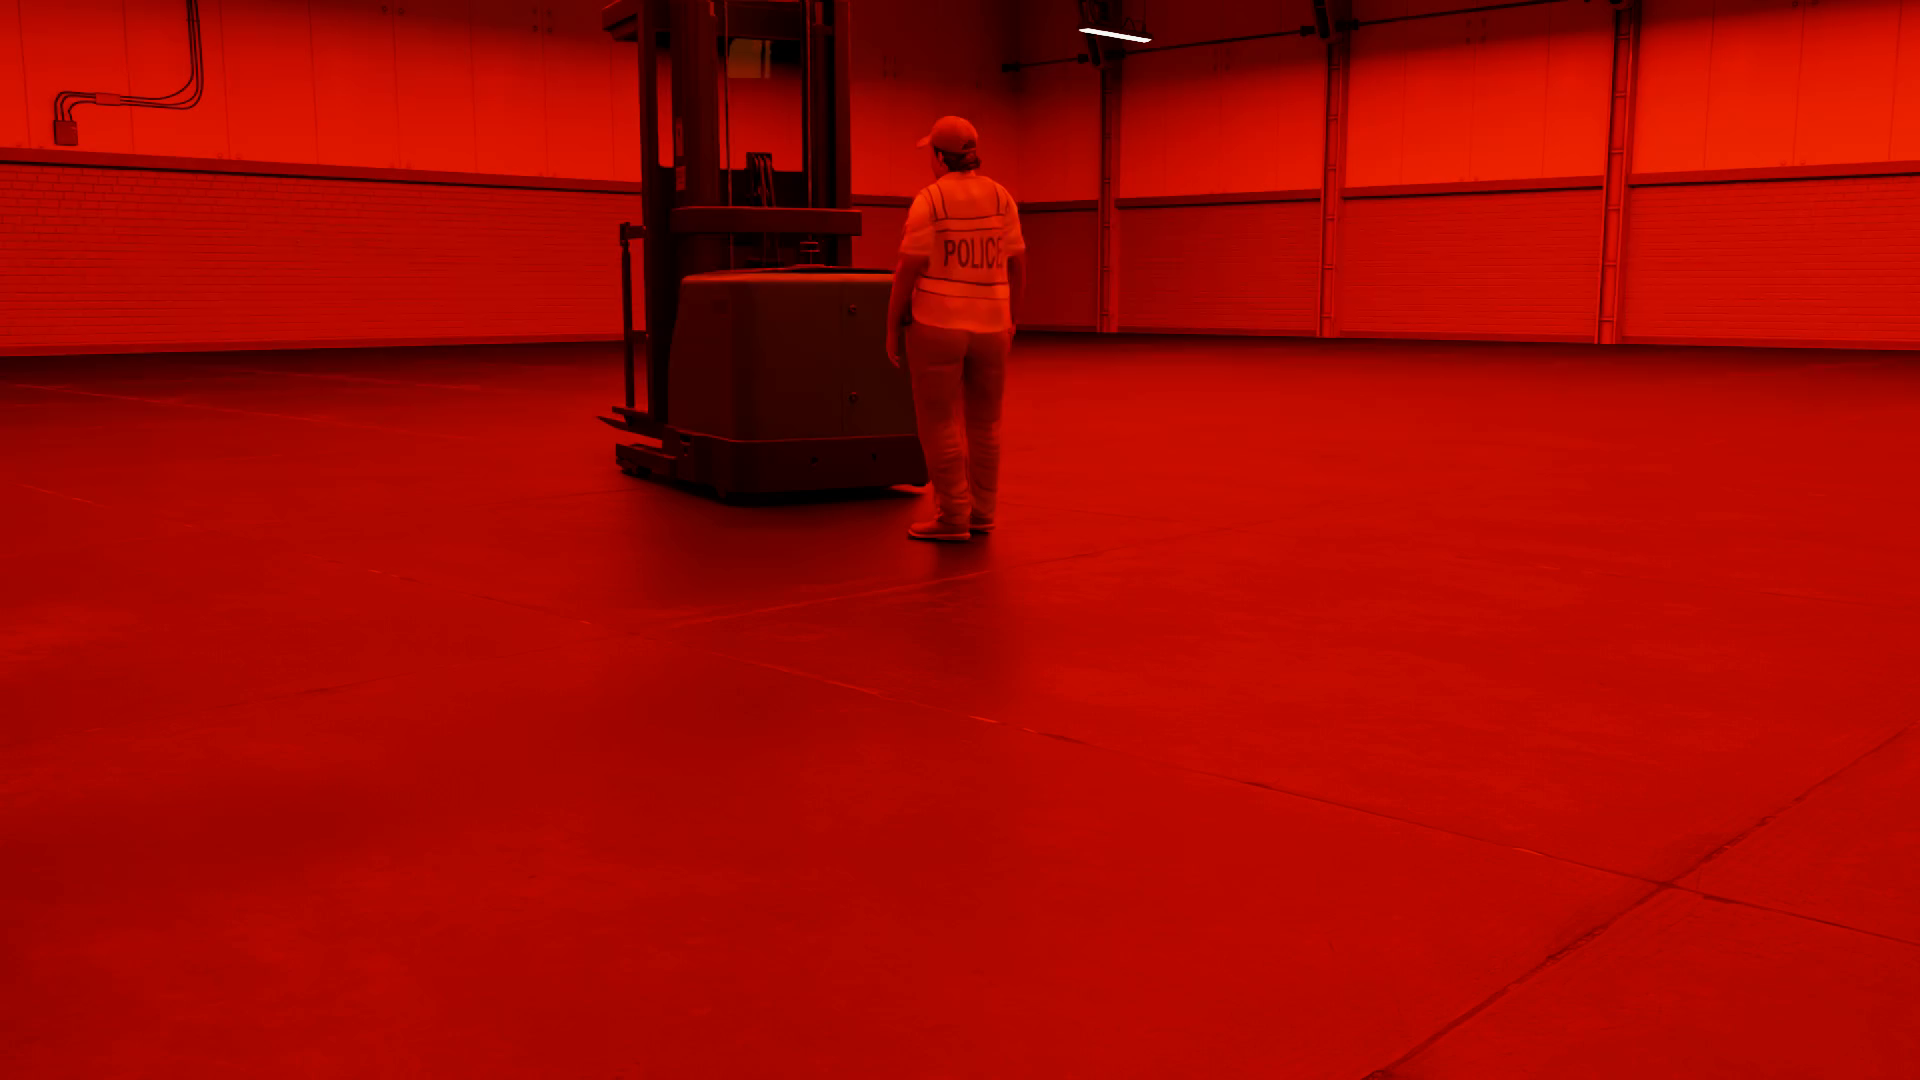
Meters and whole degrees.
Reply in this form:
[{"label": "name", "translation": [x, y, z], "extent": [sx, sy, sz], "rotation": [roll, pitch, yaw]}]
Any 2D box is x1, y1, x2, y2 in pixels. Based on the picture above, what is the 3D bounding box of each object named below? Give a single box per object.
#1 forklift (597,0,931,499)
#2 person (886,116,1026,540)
[{"label": "forklift", "translation": [-1.251, -1.822, 8.976], "extent": [1.130, 2.935, 3.031], "rotation": [-4, 10, -27]}, {"label": "person", "translation": [-0.064, -0.836, 6.697], "extent": [0.566, 1.669, 0.579], "rotation": [-4, 10, -26]}]
